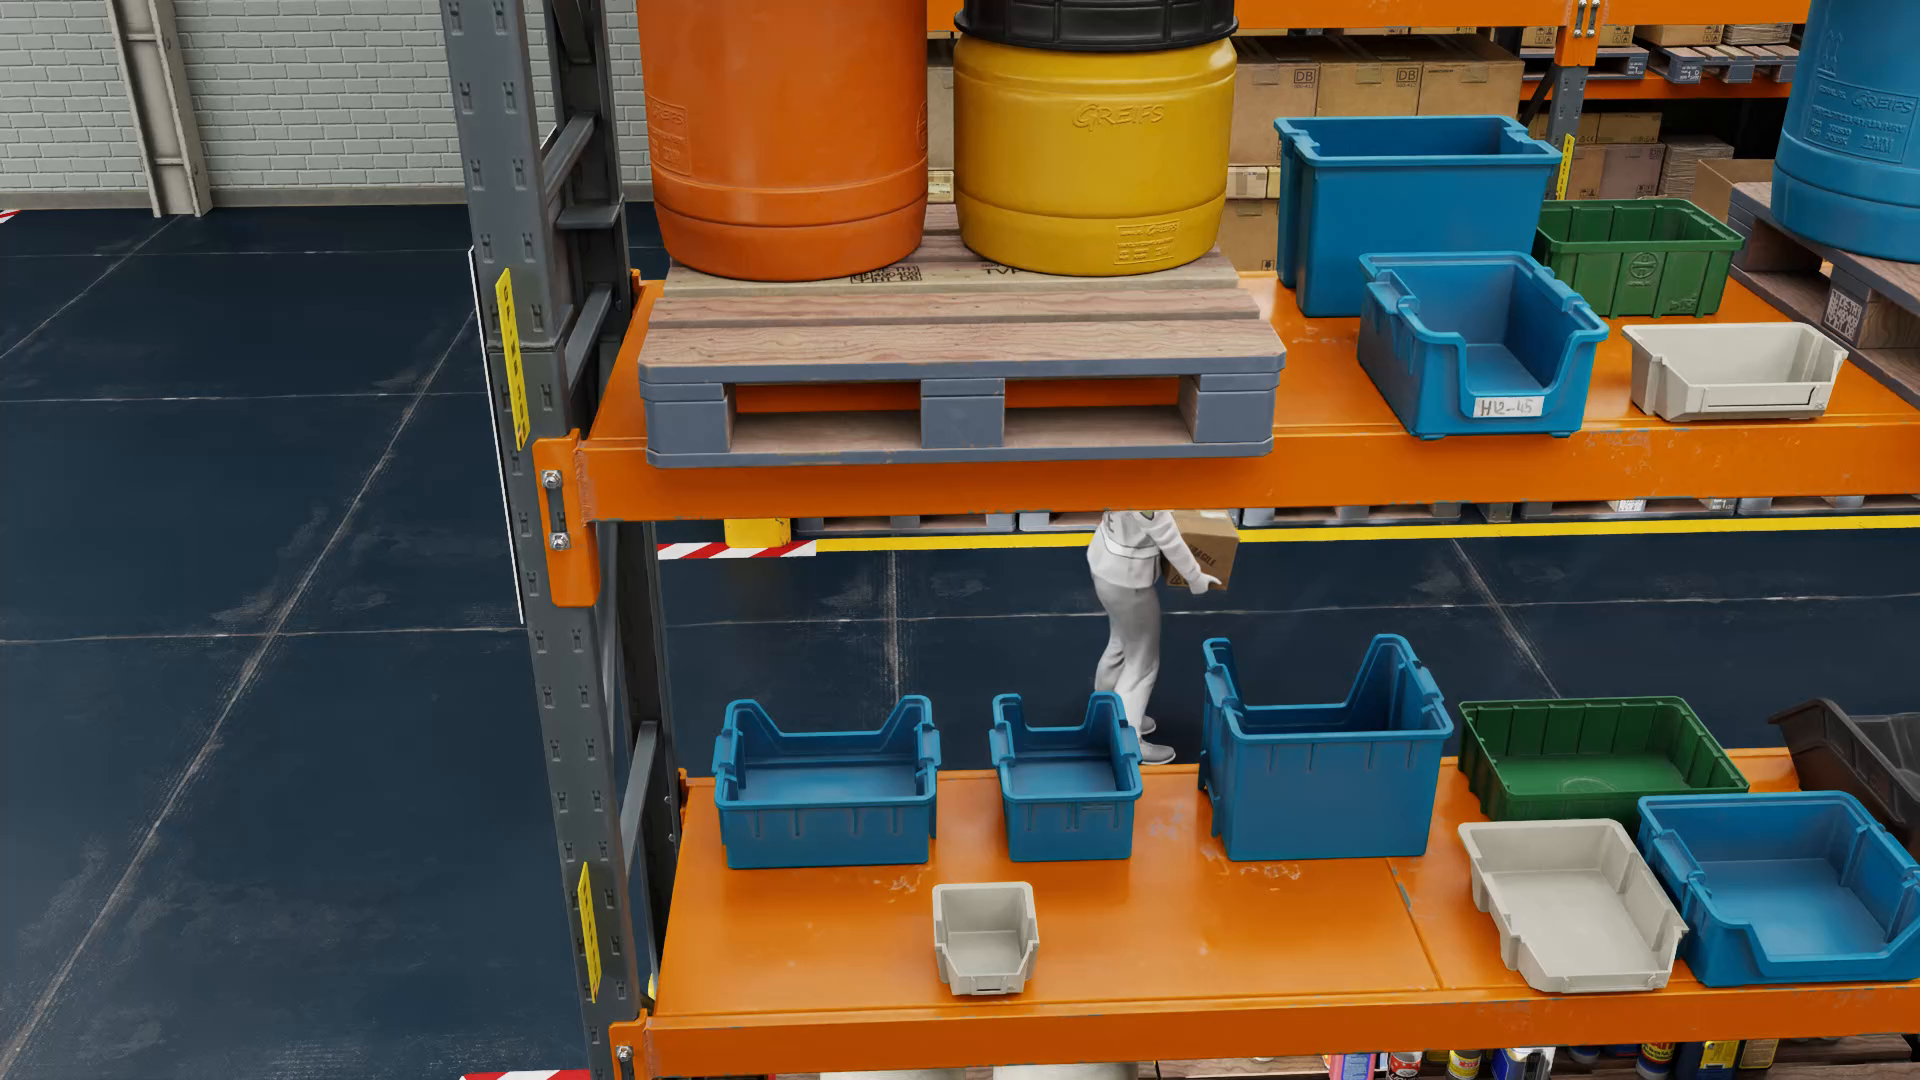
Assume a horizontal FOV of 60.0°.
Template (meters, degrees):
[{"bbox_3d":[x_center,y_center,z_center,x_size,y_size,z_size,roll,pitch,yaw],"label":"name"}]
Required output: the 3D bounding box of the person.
[{"bbox_3d":[0.784,0.141,6.832,0.522,1.691,0.416,-2,28,-3],"label":"person"}]
